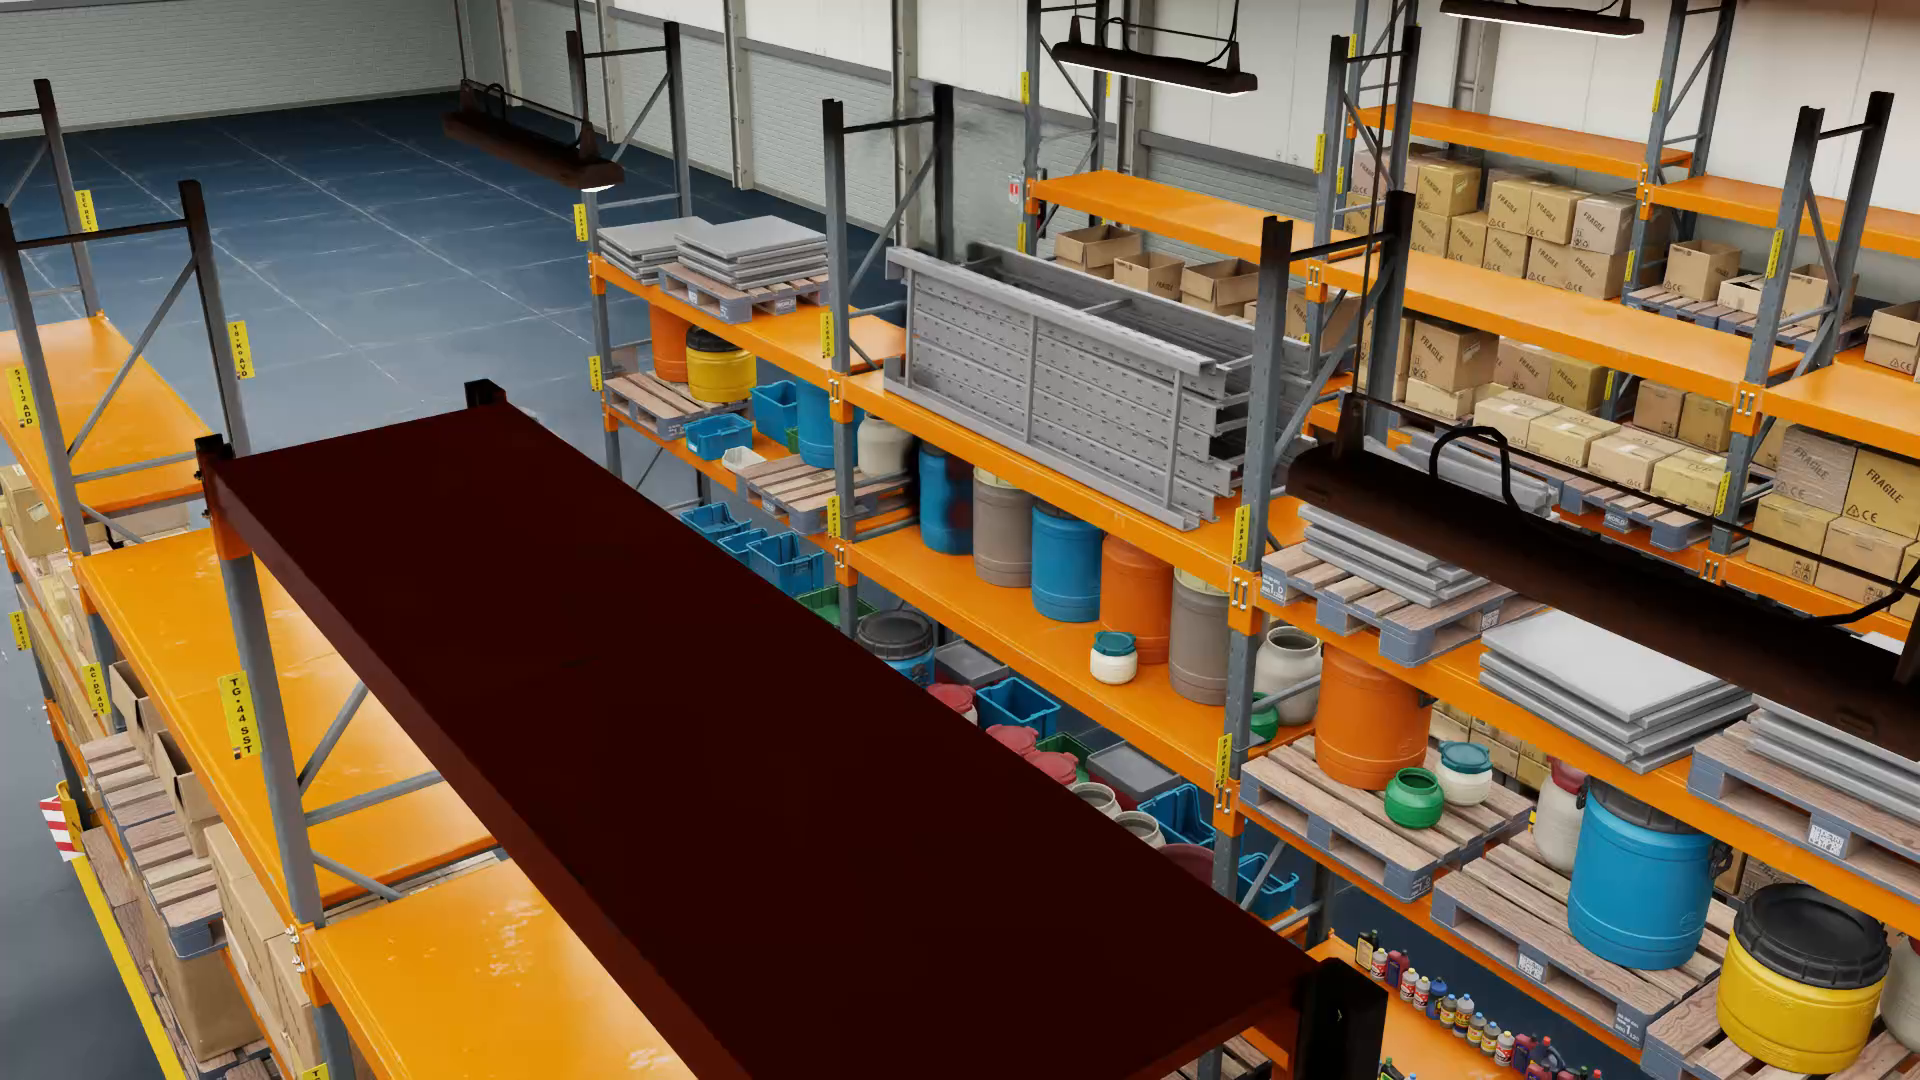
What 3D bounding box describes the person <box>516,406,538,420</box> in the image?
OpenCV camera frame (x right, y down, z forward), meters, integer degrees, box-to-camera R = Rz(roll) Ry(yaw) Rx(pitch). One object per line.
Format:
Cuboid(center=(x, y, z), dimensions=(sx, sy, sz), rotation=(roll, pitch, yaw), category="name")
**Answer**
Cuboid(center=(-4.717, -0.633, 18.274), dimensions=(0.781, 1.780, 0.631), rotation=(-8, 26, -17), category="person")
